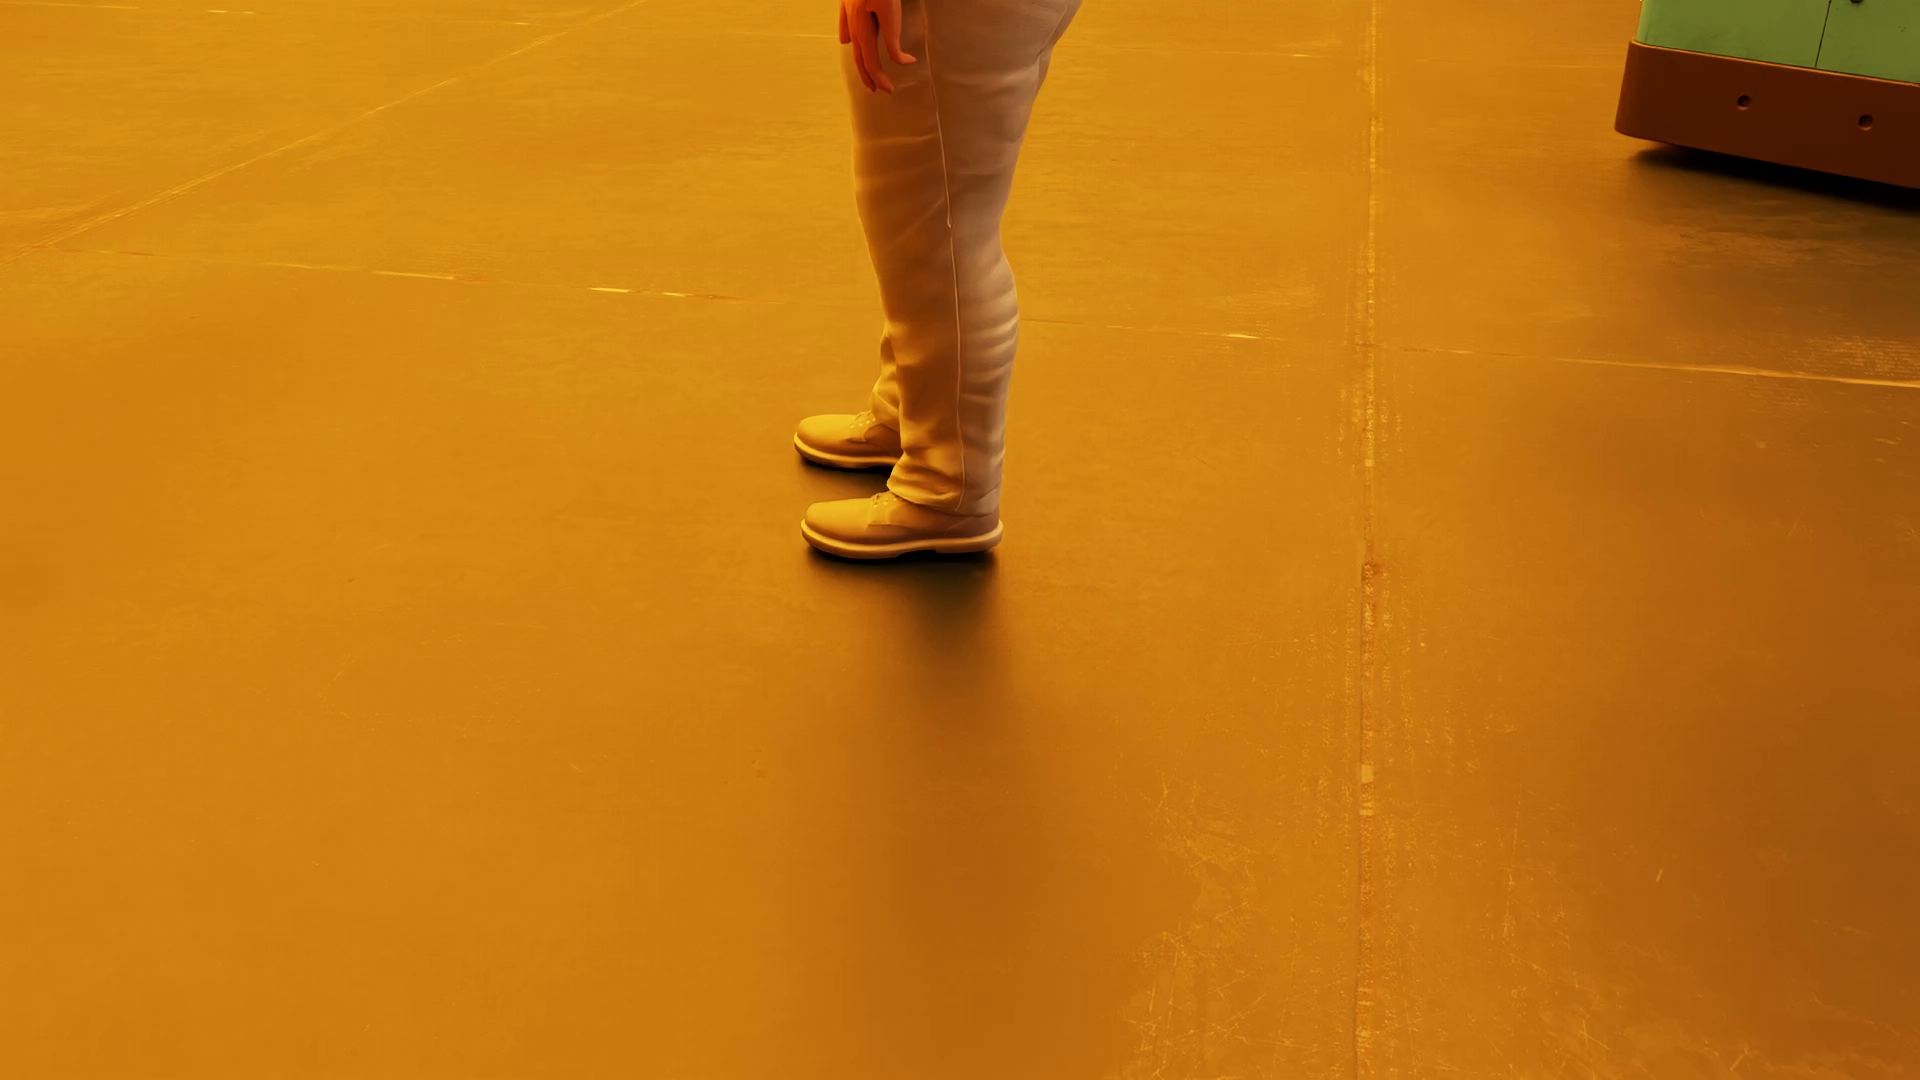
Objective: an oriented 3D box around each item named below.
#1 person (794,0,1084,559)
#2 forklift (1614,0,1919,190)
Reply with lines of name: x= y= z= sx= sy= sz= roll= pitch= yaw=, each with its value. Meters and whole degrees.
person: x=-0.070 y=-0.769 z=2.156 sx=0.529 sy=1.670 sz=0.598 roll=6 pitch=27 yaw=11
forklift: x=3.228 y=-2.650 z=4.499 sx=3.031 sy=2.935 sz=1.130 roll=-22 pitch=34 yaw=-37
